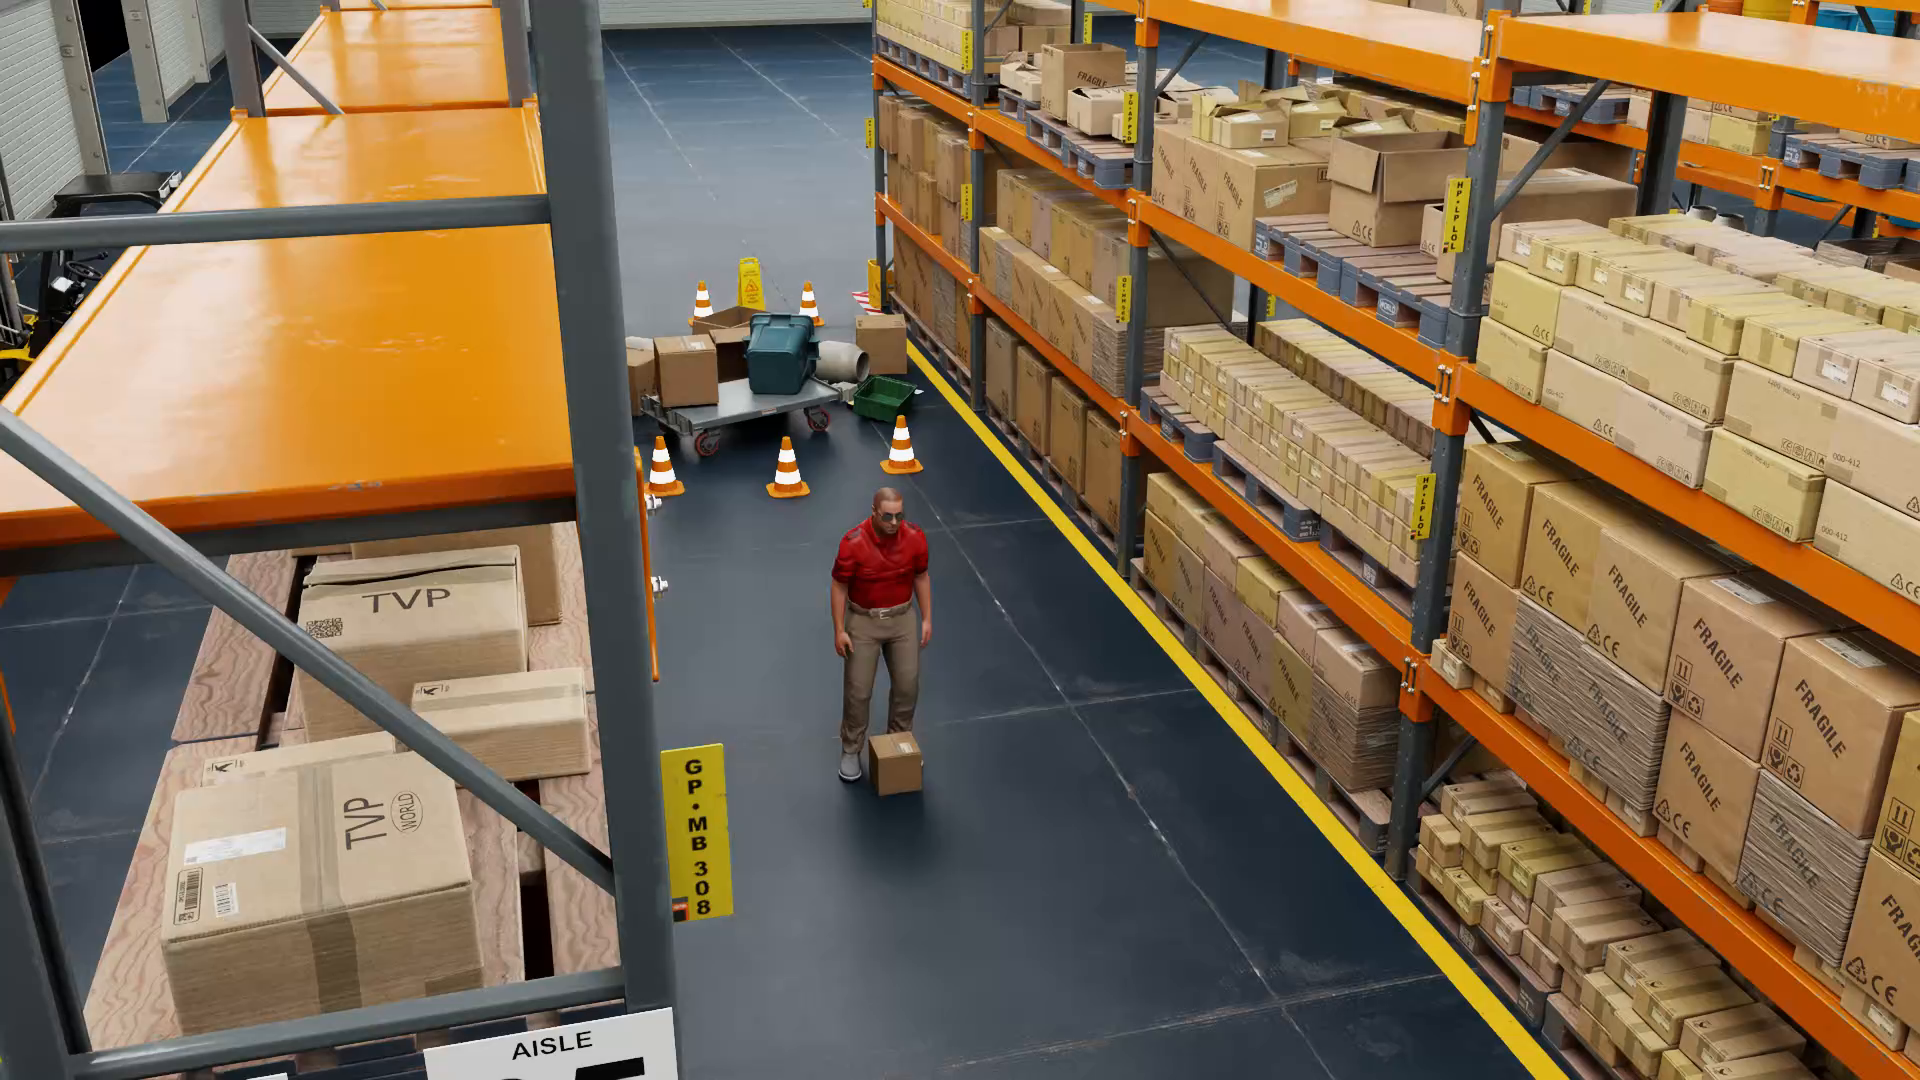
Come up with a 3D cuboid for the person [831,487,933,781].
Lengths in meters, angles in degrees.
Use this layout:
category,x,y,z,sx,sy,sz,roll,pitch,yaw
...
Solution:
category,x,y,z,sx,sy,sz,roll,pitch,yaw
person,-0.441,0.498,9.428,0.605,1.726,0.393,-8,24,-18
